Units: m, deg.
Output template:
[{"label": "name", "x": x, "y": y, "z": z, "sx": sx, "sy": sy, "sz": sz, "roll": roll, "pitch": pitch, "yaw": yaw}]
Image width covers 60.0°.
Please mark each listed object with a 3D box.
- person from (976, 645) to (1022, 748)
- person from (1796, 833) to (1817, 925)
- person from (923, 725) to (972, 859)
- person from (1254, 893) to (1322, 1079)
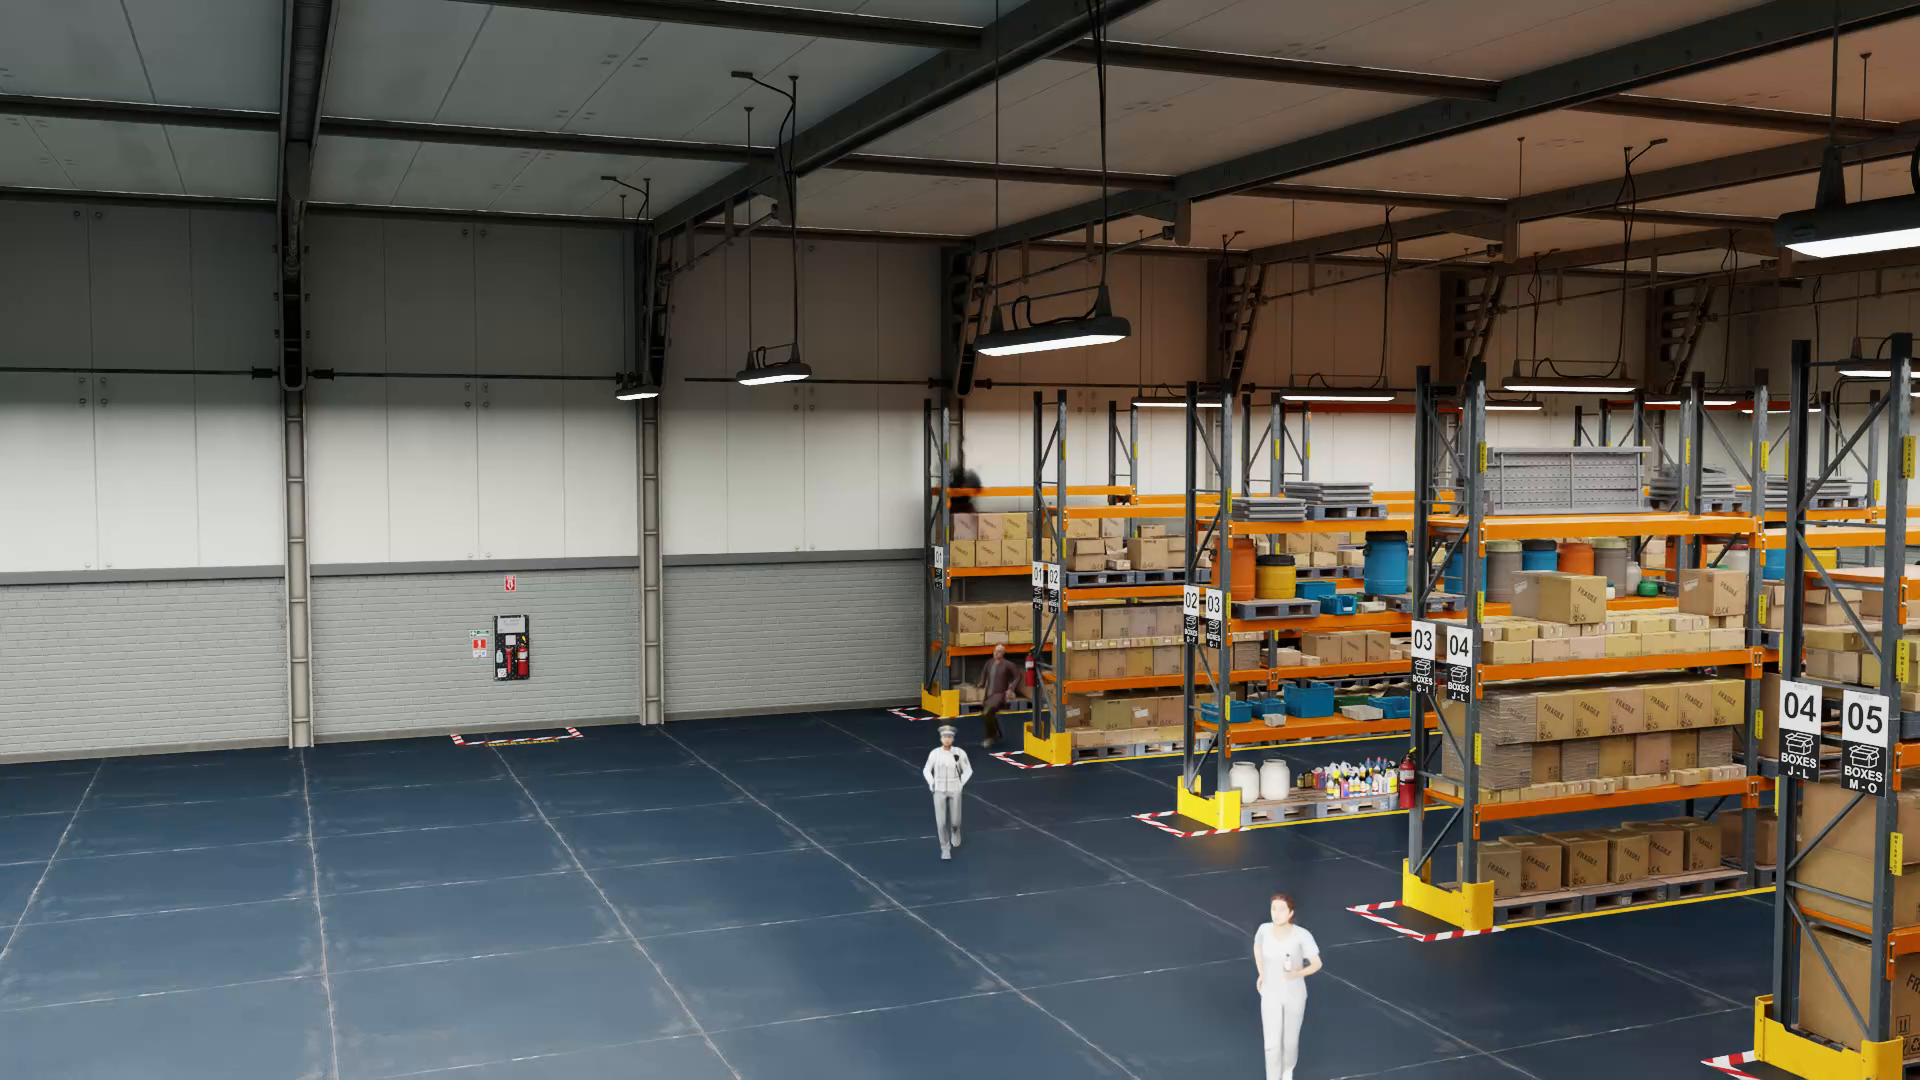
[{"label": "person", "x": 0.625, "y": 2.650, "z": 28.134, "sx": 0.691, "sy": 1.766, "sz": 0.775, "roll": -3, "pitch": 5, "yaw": -42}, {"label": "person", "x": 8.172, "y": 3.384, "z": 15.875, "sx": 0.714, "sy": 1.756, "sz": 0.533, "roll": -2, "pitch": 4, "yaw": -28}, {"label": "person", "x": -0.159, "y": 3.122, "z": 20.701, "sx": 0.613, "sy": 1.640, "sz": 0.558, "roll": 0, "pitch": 3, "yaw": 3}, {"label": "person", "x": 2.532, "y": 3.565, "z": 12.911, "sx": 0.554, "sy": 1.688, "sz": 0.897, "roll": 1, "pitch": 4, "yaw": 19}]
